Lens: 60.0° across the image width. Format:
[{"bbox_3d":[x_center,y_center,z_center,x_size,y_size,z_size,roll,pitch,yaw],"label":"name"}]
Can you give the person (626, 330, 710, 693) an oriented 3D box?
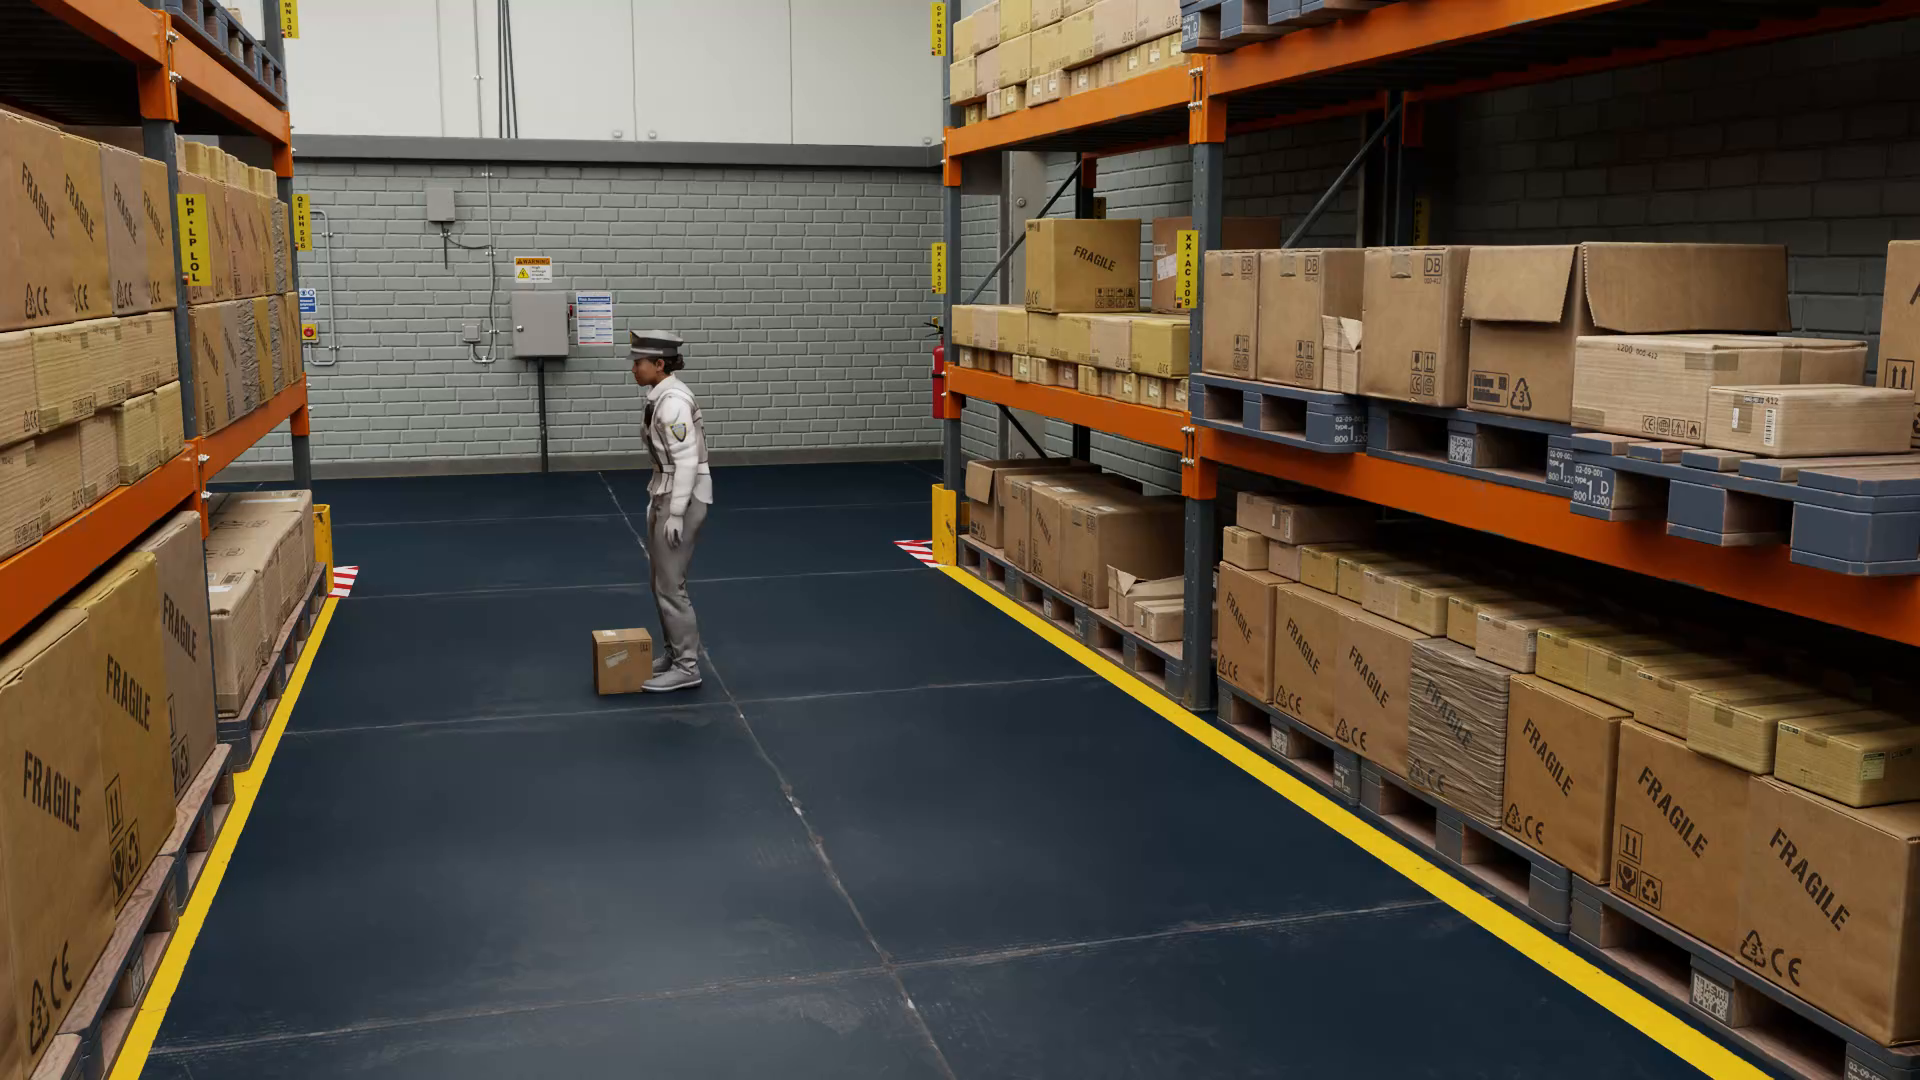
[{"bbox_3d":[-1.367,-0.148,7.763,0.359,1.664,0.469,-3,10,-19],"label":"person"}]
